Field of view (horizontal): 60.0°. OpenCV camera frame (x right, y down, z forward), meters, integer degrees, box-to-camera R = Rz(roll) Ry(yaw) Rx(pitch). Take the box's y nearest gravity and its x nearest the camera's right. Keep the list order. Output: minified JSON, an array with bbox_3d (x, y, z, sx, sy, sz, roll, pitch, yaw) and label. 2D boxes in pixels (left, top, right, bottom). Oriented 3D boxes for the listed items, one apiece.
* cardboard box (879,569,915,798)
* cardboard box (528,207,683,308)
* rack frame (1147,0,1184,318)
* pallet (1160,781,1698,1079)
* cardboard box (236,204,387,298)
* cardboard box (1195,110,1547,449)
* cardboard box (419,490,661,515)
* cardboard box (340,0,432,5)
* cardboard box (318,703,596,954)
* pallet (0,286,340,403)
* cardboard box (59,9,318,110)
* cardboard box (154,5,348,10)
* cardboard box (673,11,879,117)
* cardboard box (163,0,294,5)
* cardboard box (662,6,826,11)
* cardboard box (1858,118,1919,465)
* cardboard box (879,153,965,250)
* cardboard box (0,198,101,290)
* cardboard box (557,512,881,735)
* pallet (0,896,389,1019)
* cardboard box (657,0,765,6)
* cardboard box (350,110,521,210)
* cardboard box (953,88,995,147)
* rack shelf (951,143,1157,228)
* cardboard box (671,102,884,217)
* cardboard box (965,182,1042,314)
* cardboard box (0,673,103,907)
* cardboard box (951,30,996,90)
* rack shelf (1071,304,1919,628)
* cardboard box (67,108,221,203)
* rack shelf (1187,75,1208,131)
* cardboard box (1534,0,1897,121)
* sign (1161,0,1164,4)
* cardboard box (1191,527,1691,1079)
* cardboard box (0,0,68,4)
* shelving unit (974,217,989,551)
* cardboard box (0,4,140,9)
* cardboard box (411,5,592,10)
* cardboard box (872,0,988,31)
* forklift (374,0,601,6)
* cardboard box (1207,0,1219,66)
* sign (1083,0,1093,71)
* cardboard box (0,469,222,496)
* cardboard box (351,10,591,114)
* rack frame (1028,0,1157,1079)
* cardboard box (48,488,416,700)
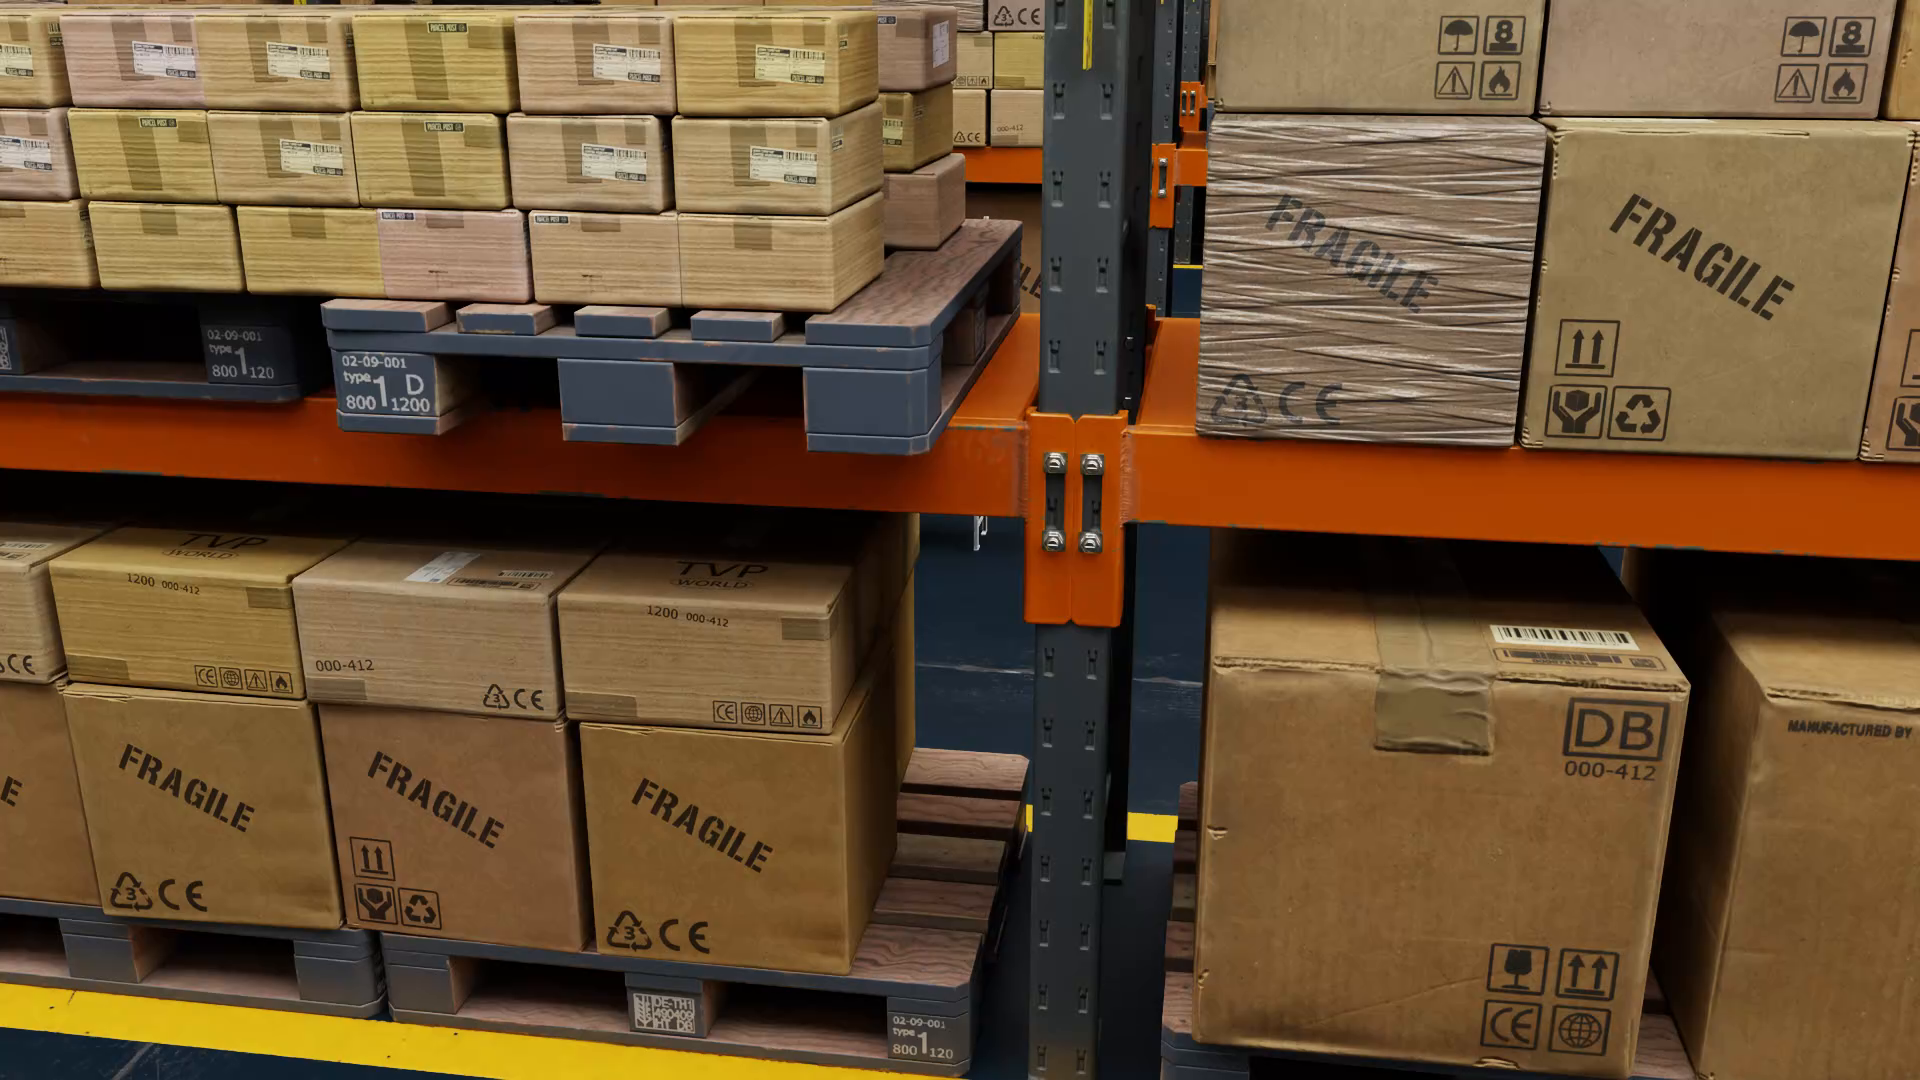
[{"bbox_3d":[-0.387,0.340,3.836,0.500,0.500,0.500,2,19,6],"label":"cardboard box"},{"bbox_3d":[-0.534,-0.504,2.817,0.250,0.149,0.380,3,19,9],"label":"cardboard box"},{"bbox_3d":[0.956,-2.086,7.811,0.127,3.000,1.000,3,19,9],"label":"rack frame"},{"bbox_3d":[1.037,0.855,3.414,1.213,0.211,1.003,3,19,9],"label":"pallet"},{"bbox_3d":[-1.034,-0.531,2.896,0.250,0.149,0.380,3,19,8],"label":"cardboard box"},{"bbox_3d":[0.671,-0.471,2.825,0.500,0.500,0.500,3,19,9],"label":"cardboard box"},{"bbox_3d":[-0.872,-0.036,3.778,0.500,0.250,0.500,3,19,8],"label":"cardboard box"},{"bbox_3d":[-2.604,-2.697,7.903,0.500,0.500,0.500,3,19,9],"label":"cardboard box"},{"bbox_3d":[-0.932,0.477,3.427,0.500,0.500,0.500,4,19,11],"label":"cardboard box"},{"bbox_3d":[-1.690,-0.526,3.451,1.213,0.211,1.003,3,19,9],"label":"pallet"},{"bbox_3d":[-1.293,-0.826,2.842,0.250,0.149,0.380,3,19,9],"label":"cardboard box"},{"bbox_3d":[-1.453,-1.042,3.487,0.250,0.149,0.380,3,19,10],"label":"cardboard box"},{"bbox_3d":[-0.286,-0.774,2.684,0.250,0.149,0.380,2,19,6],"label":"cardboard box"},{"bbox_3d":[-3.503,-2.746,8.050,0.500,0.500,0.500,3,19,8],"label":"cardboard box"},{"bbox_3d":[-0.421,-0.989,3.328,0.250,0.149,0.380,2,19,7],"label":"cardboard box"},{"bbox_3d":[1.672,-0.420,2.675,0.500,0.500,0.500,3,19,9],"label":"cardboard box"},{"bbox_3d":[-0.139,-0.696,3.390,0.250,0.149,0.380,3,19,8],"label":"cardboard box"},{"bbox_3d":[-1.555,-0.557,2.976,0.250,0.149,0.380,3,19,10],"label":"cardboard box"},{"bbox_3d":[-0.446,0.148,3.229,0.500,0.250,0.500,2,19,7],"label":"cardboard box"},{"bbox_3d":[-1.702,0.690,3.908,1.213,0.211,1.003,3,19,9],"label":"pallet"},{"bbox_3d":[-1.091,-2.630,7.702,0.500,0.500,0.500,3,19,8],"label":"cardboard box"},{"bbox_3d":[-0.813,-0.659,2.810,0.250,0.149,0.380,3,19,10],"label":"cardboard box"},{"bbox_3d":[-0.091,-1.980,7.730,0.500,0.250,0.500,3,19,10],"label":"cardboard box"},{"bbox_3d":[-1.019,-1.846,8.226,4.000,0.370,1.077,3,19,9],"label":"rack shelf"},{"bbox_3d":[-0.289,-0.634,2.735,0.250,0.149,0.380,3,19,10],"label":"cardboard box"},{"bbox_3d":[0.287,-1.339,8.263,0.875,0.875,0.875,3,19,8],"label":"cardboard box"},{"bbox_3d":[-1.949,0.423,3.589,0.500,0.500,0.500,3,19,10],"label":"cardboard box"},{"bbox_3d":[-0.069,-2.222,7.664,0.500,0.250,0.500,2,19,7],"label":"cardboard box"},{"bbox_3d":[2.245,-0.089,2.974,4.000,0.370,1.077,3,19,9],"label":"rack shelf"},{"bbox_3d":[-1.306,-0.685,2.888,0.250,0.149,0.380,3,19,8],"label":"cardboard box"},{"bbox_3d":[3.714,-3.200,12.272,4.000,0.370,1.077,3,19,9],"label":"rack shelf"},{"bbox_3d":[1.212,-1.001,2.835,0.500,0.500,0.700,3,19,8],"label":"cardboard box"},{"bbox_3d":[0.871,-2.461,7.107,0.005,0.325,0.100,3,19,9],"label":"sign"},{"bbox_3d":[0.858,0.396,3.275,0.750,0.750,1.050,3,19,8],"label":"cardboard box"},{"bbox_3d":[-4.507,-2.797,8.202,0.500,0.500,0.500,3,19,9],"label":"cardboard box"},{"bbox_3d":[-0.163,-0.577,6.138,0.503,1.200,0.258,3,19,9],"label":"shelving unit"},{"bbox_3d":[-1.965,-1.069,3.567,0.250,0.149,0.380,2,19,6],"label":"cardboard box"},{"bbox_3d":[-0.923,-1.016,3.410,0.250,0.149,0.380,2,19,6],"label":"cardboard box"},{"bbox_3d":[-0.104,-2.575,7.539,0.500,0.500,0.500,3,19,10],"label":"cardboard box"},{"bbox_3d":[-2.009,-1.377,5.801,3.031,2.935,1.130,0,19,0],"label":"forklift"},{"bbox_3d":[1.364,-2.379,7.397,0.500,0.500,0.500,2,19,7],"label":"cardboard box"},{"bbox_3d":[0.194,-0.871,2.480,0.005,0.325,0.100,3,19,9],"label":"sign"},{"bbox_3d":[-1.874,-0.091,3.942,0.500,0.250,0.500,2,19,6],"label":"cardboard box"},{"bbox_3d":[-0.792,-0.800,2.763,0.250,0.149,0.380,4,19,10],"label":"cardboard box"},{"bbox_3d":[0.271,-0.530,3.161,0.127,3.000,1.000,3,19,9],"label":"rack frame"},{"bbox_3d":[-1.446,0.096,3.386,0.500,0.250,0.500,3,19,10],"label":"cardboard box"}]
